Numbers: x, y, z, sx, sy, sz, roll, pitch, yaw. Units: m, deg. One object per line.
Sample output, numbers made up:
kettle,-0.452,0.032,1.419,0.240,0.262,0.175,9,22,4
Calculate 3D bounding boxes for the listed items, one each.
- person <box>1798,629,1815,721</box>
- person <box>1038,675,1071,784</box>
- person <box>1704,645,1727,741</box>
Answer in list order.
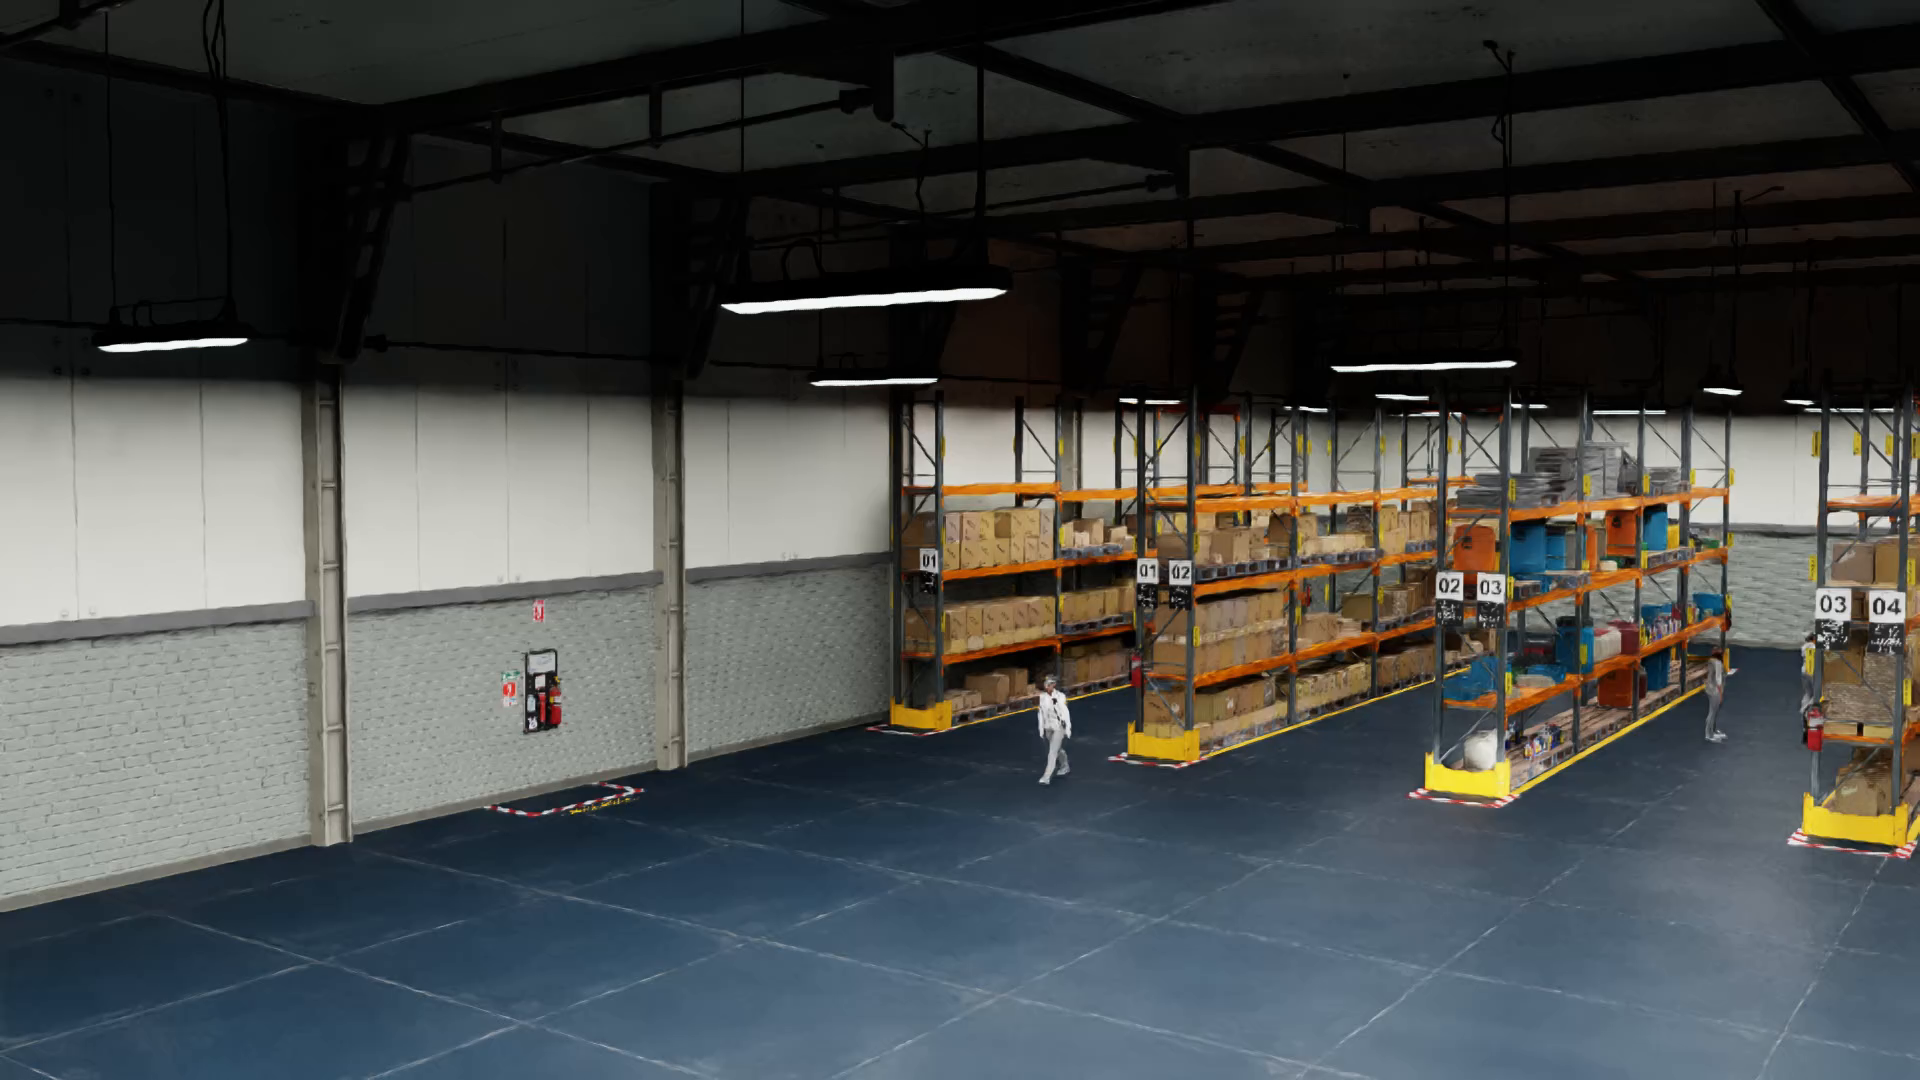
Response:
person,15.434,2.466,30.196,0.422,1.674,0.503,0,3,4
person,1.374,2.790,24.853,0.495,1.587,1.086,2,4,37
person,12.898,2.595,28.311,0.419,1.603,0.504,0,3,8
